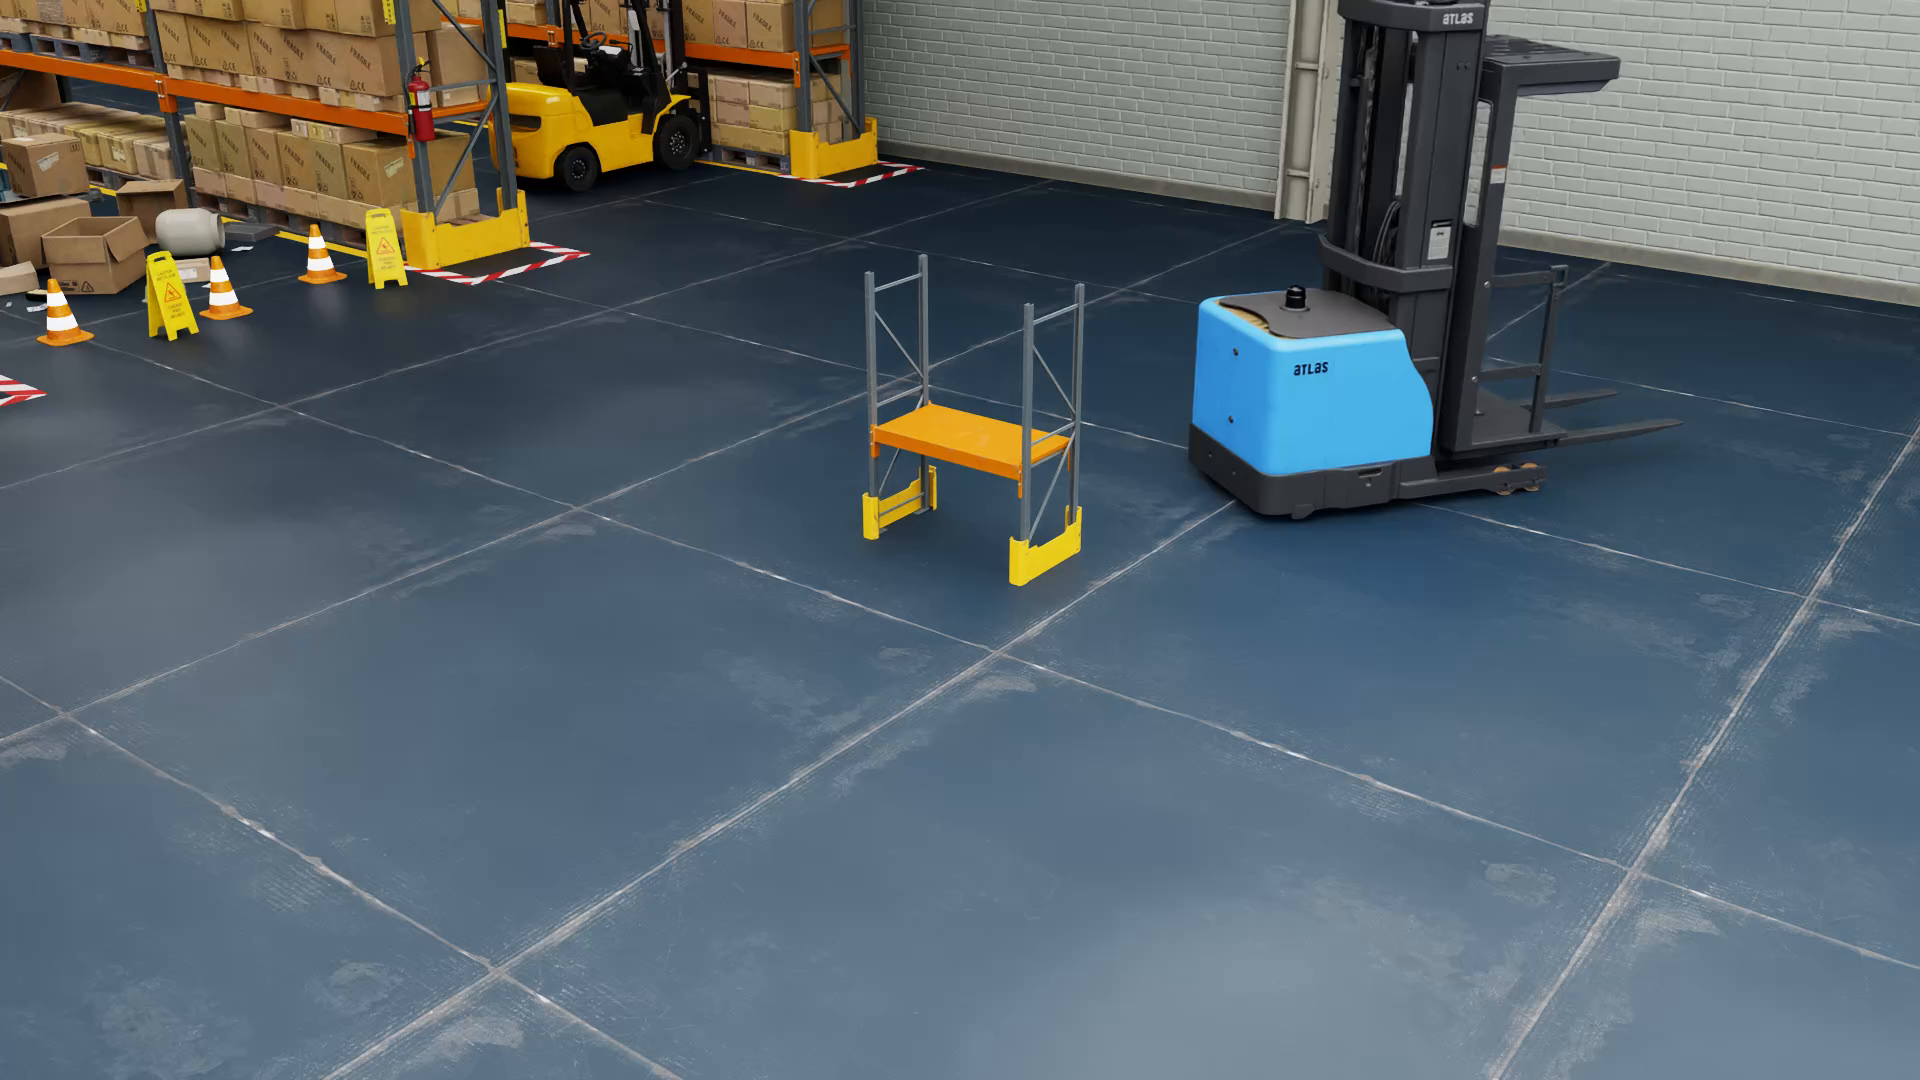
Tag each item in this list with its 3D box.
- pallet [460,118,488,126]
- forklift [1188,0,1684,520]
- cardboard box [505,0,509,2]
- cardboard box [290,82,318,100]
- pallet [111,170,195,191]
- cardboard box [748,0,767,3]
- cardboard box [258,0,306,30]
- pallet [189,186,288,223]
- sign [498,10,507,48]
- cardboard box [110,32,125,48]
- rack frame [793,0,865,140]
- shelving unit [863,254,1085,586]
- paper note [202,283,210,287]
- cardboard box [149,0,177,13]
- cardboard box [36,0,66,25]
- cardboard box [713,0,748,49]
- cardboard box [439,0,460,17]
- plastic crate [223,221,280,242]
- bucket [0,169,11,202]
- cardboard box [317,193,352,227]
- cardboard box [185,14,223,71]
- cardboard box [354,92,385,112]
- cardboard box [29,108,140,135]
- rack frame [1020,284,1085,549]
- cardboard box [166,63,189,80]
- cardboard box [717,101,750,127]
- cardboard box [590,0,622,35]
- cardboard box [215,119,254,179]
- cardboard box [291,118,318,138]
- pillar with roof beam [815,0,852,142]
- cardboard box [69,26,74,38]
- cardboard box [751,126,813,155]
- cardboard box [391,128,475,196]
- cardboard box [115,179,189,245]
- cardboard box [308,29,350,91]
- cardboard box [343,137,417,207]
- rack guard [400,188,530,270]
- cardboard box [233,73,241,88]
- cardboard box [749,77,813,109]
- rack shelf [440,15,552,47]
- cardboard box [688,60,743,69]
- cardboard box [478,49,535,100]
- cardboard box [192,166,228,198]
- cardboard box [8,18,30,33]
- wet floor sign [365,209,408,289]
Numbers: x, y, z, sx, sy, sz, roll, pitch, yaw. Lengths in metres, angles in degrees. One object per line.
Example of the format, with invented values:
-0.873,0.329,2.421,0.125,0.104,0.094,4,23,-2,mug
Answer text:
-6.219,-5.706,21.938,1.213,0.211,1.003,17,29,33,pallet
2.971,-1.799,9.697,3.031,2.935,1.130,-8,25,-17,forklift
-5.588,-6.840,20.619,0.500,0.250,0.500,16,28,32,cardboard box
-5.892,-4.145,15.248,0.250,0.149,0.380,16,29,33,cardboard box
-8.223,-3.831,17.682,1.213,0.211,1.003,17,29,33,pallet
-2.092,-5.942,18.088,0.250,0.149,0.380,17,29,34,cardboard box
-5.809,-4.859,14.825,0.500,0.500,0.700,16,29,33,cardboard box
-7.041,-3.492,16.913,1.213,0.211,1.003,17,29,33,pallet
-4.073,-4.523,14.721,0.005,0.325,0.100,17,29,33,sign
-8.377,-5.101,16.898,0.250,0.149,0.380,16,28,32,cardboard box
-1.425,-5.554,18.135,0.127,3.000,1.000,17,29,33,rack frame
0.061,-0.668,8.906,1.083,1.500,0.587,17,29,33,shelving unit
-6.349,-2.179,14.158,0.142,0.019,0.148,7,25,15,paper note
-7.377,-5.382,16.012,0.500,0.500,0.700,16,29,33,cardboard box
-9.333,-5.703,17.460,0.500,0.500,0.500,16,28,31,cardboard box
-2.386,-5.762,18.484,0.500,0.500,0.500,18,29,35,cardboard box
-6.388,-6.862,21.290,0.500,0.250,0.500,18,29,35,cardboard box
-6.835,-2.939,15.820,0.583,0.080,0.402,7,25,15,plastic crate
-8.996,-3.206,14.981,0.726,0.611,0.620,-15,18,-30,bucket
-5.617,-3.122,15.505,0.500,0.250,0.500,17,29,33,cardboard box
-6.999,-4.791,15.909,0.500,0.500,0.500,17,29,33,cardboard box
-5.095,-3.884,14.655,0.250,0.149,0.380,16,29,33,cardboard box
-9.759,-4.560,18.618,0.625,0.372,0.950,16,28,32,cardboard box
0.475,-0.543,8.622,0.032,1.500,0.500,17,29,33,rack frame
-7.540,-4.624,16.337,0.250,0.149,0.380,17,29,33,cardboard box
-2.396,-4.858,18.825,0.500,0.250,0.500,16,29,33,cardboard box
-4.000,-6.255,19.602,0.500,0.500,0.500,17,29,34,cardboard box
-6.854,-3.840,16.205,0.500,0.500,0.500,18,30,35,cardboard box
-5.939,-3.828,15.373,0.250,0.149,0.380,18,30,35,cardboard box
-4.023,-7.370,14.815,0.400,9.000,9.100,17,29,33,pillar with roof beam
-9.134,-5.380,17.530,0.250,0.149,0.380,16,28,32,cardboard box
-1.990,-4.500,18.631,0.500,0.250,0.500,17,29,34,cardboard box
-4.898,-3.518,15.475,0.500,0.500,0.500,16,28,32,cardboard box
-7.558,-3.078,15.613,0.500,0.500,0.500,-5,24,-12,cardboard box
-5.396,-4.298,14.793,0.500,0.500,0.500,17,29,33,cardboard box
-5.196,-3.338,15.066,0.500,0.500,0.500,17,29,34,cardboard box
-4.459,-2.826,15.044,0.348,0.500,1.175,17,29,33,rack guard
-6.666,-4.400,15.828,0.250,0.149,0.380,17,29,33,cardboard box
-1.980,-4.956,18.428,0.500,0.250,0.500,18,29,35,cardboard box
-6.226,-6.676,21.573,4.000,0.370,1.077,17,29,33,rack shelf
-2.897,-5.493,19.646,0.500,0.250,0.500,16,28,32,cardboard box
-5.666,-5.939,21.434,0.625,0.625,0.875,16,29,33,cardboard box
-7.289,-3.623,16.642,0.500,0.250,0.500,15,28,31,cardboard box
-10.046,-5.591,18.011,0.250,0.149,0.380,17,29,34,cardboard box
-4.888,-2.483,14.085,0.267,0.644,0.232,-15,28,-30,wet floor sign
